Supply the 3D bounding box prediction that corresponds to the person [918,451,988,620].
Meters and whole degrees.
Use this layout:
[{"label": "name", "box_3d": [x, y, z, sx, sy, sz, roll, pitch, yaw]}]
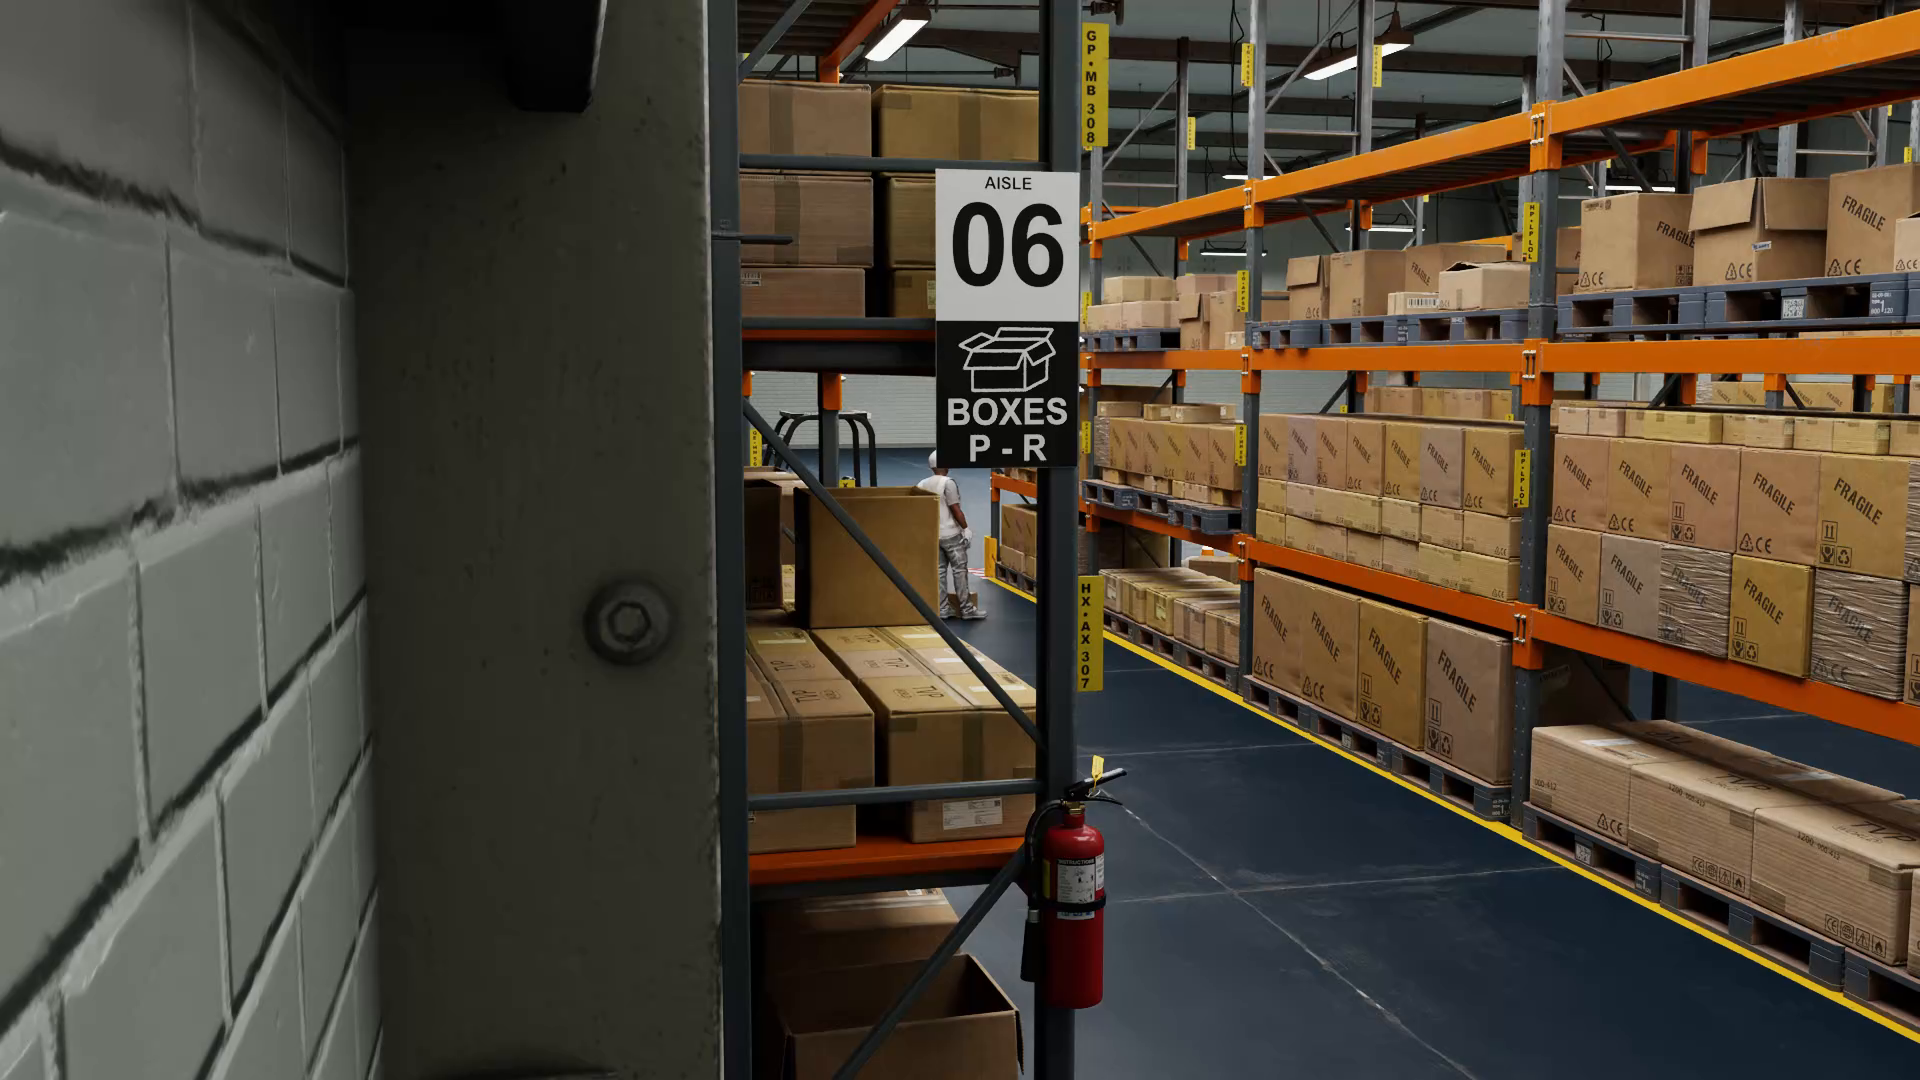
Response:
[{"label": "person", "box_3d": [-0.104, -0.063, 17.573, 0.656, 1.782, 0.578, 6, 8, 44]}]
